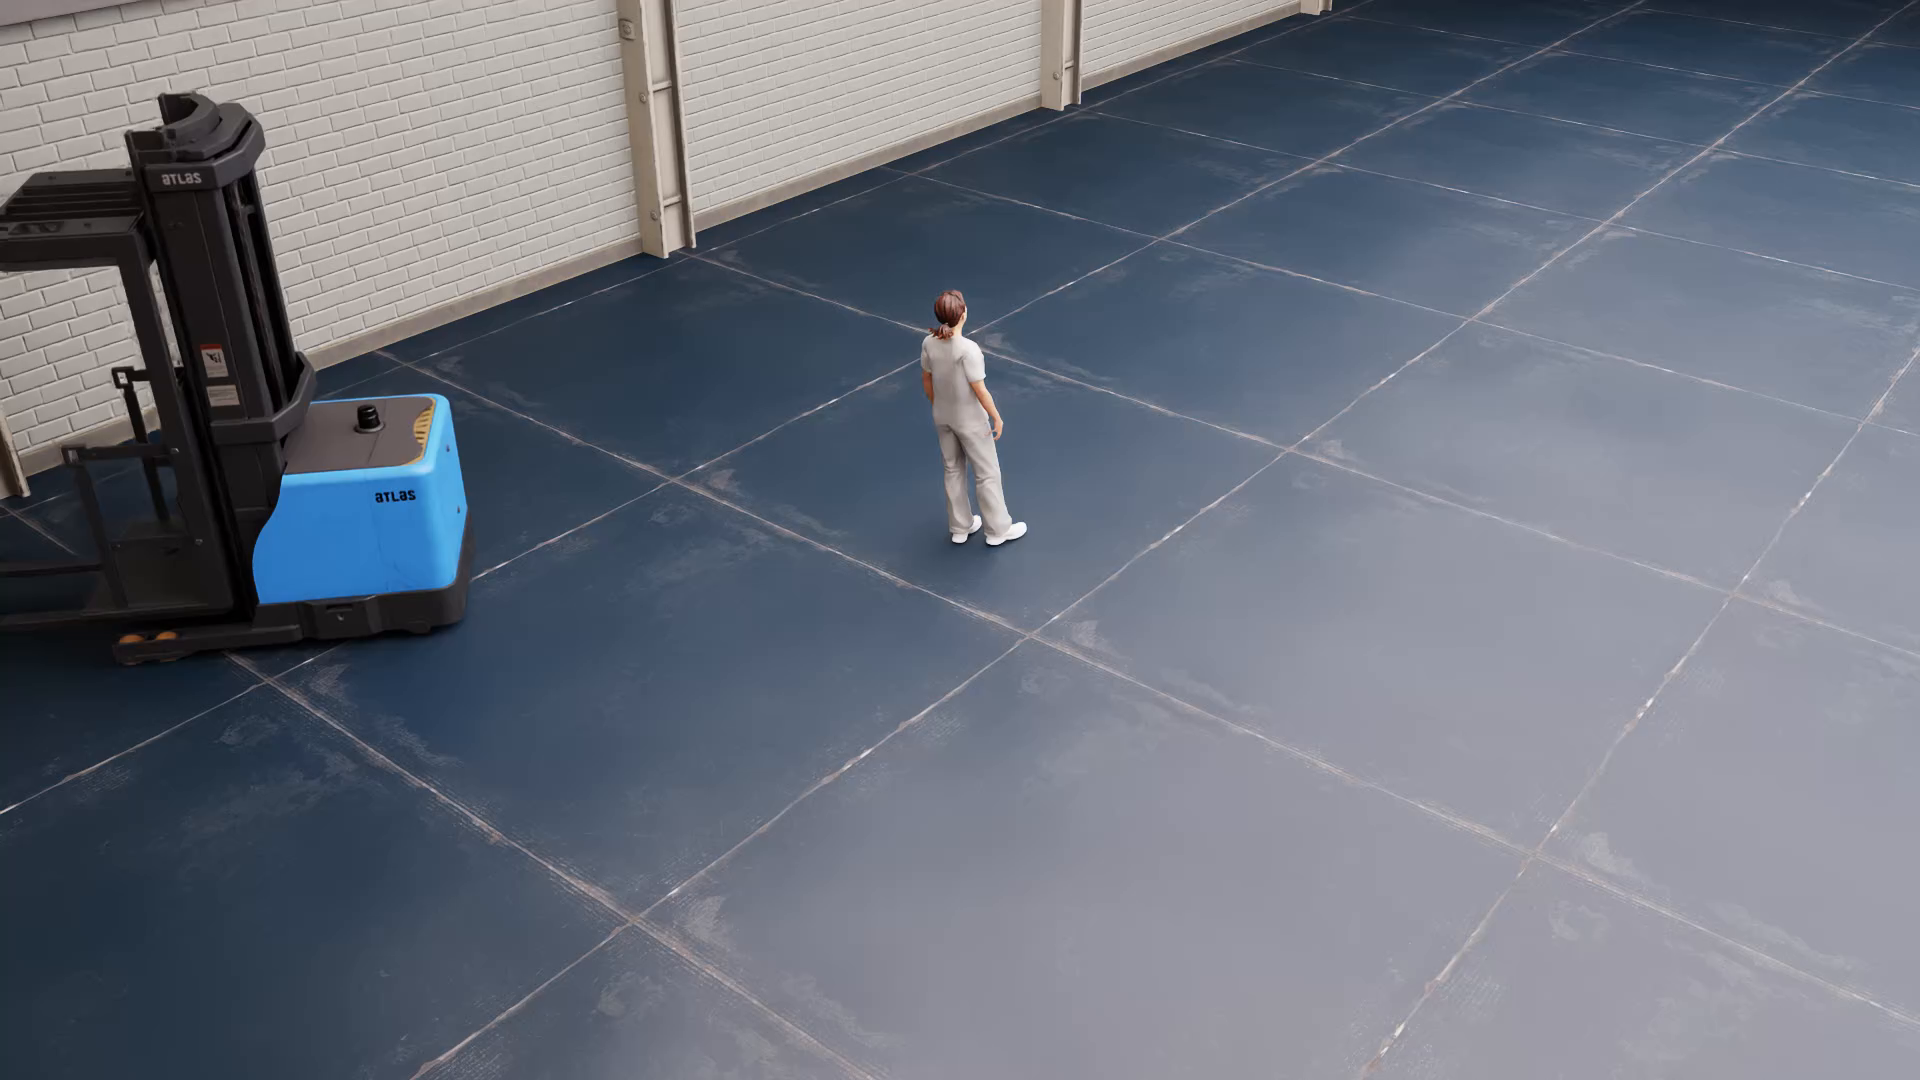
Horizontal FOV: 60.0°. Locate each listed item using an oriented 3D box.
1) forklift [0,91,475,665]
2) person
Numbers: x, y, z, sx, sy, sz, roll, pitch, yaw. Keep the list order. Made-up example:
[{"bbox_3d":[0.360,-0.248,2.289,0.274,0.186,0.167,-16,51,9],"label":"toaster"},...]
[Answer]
[{"bbox_3d":[-4.437,-0.854,9.057,3.031,2.935,1.130,-5,31,-8],"label":"forklift"},{"bbox_3d":[0.057,-0.755,10.116,0.549,1.673,0.548,22,37,33],"label":"person"}]
